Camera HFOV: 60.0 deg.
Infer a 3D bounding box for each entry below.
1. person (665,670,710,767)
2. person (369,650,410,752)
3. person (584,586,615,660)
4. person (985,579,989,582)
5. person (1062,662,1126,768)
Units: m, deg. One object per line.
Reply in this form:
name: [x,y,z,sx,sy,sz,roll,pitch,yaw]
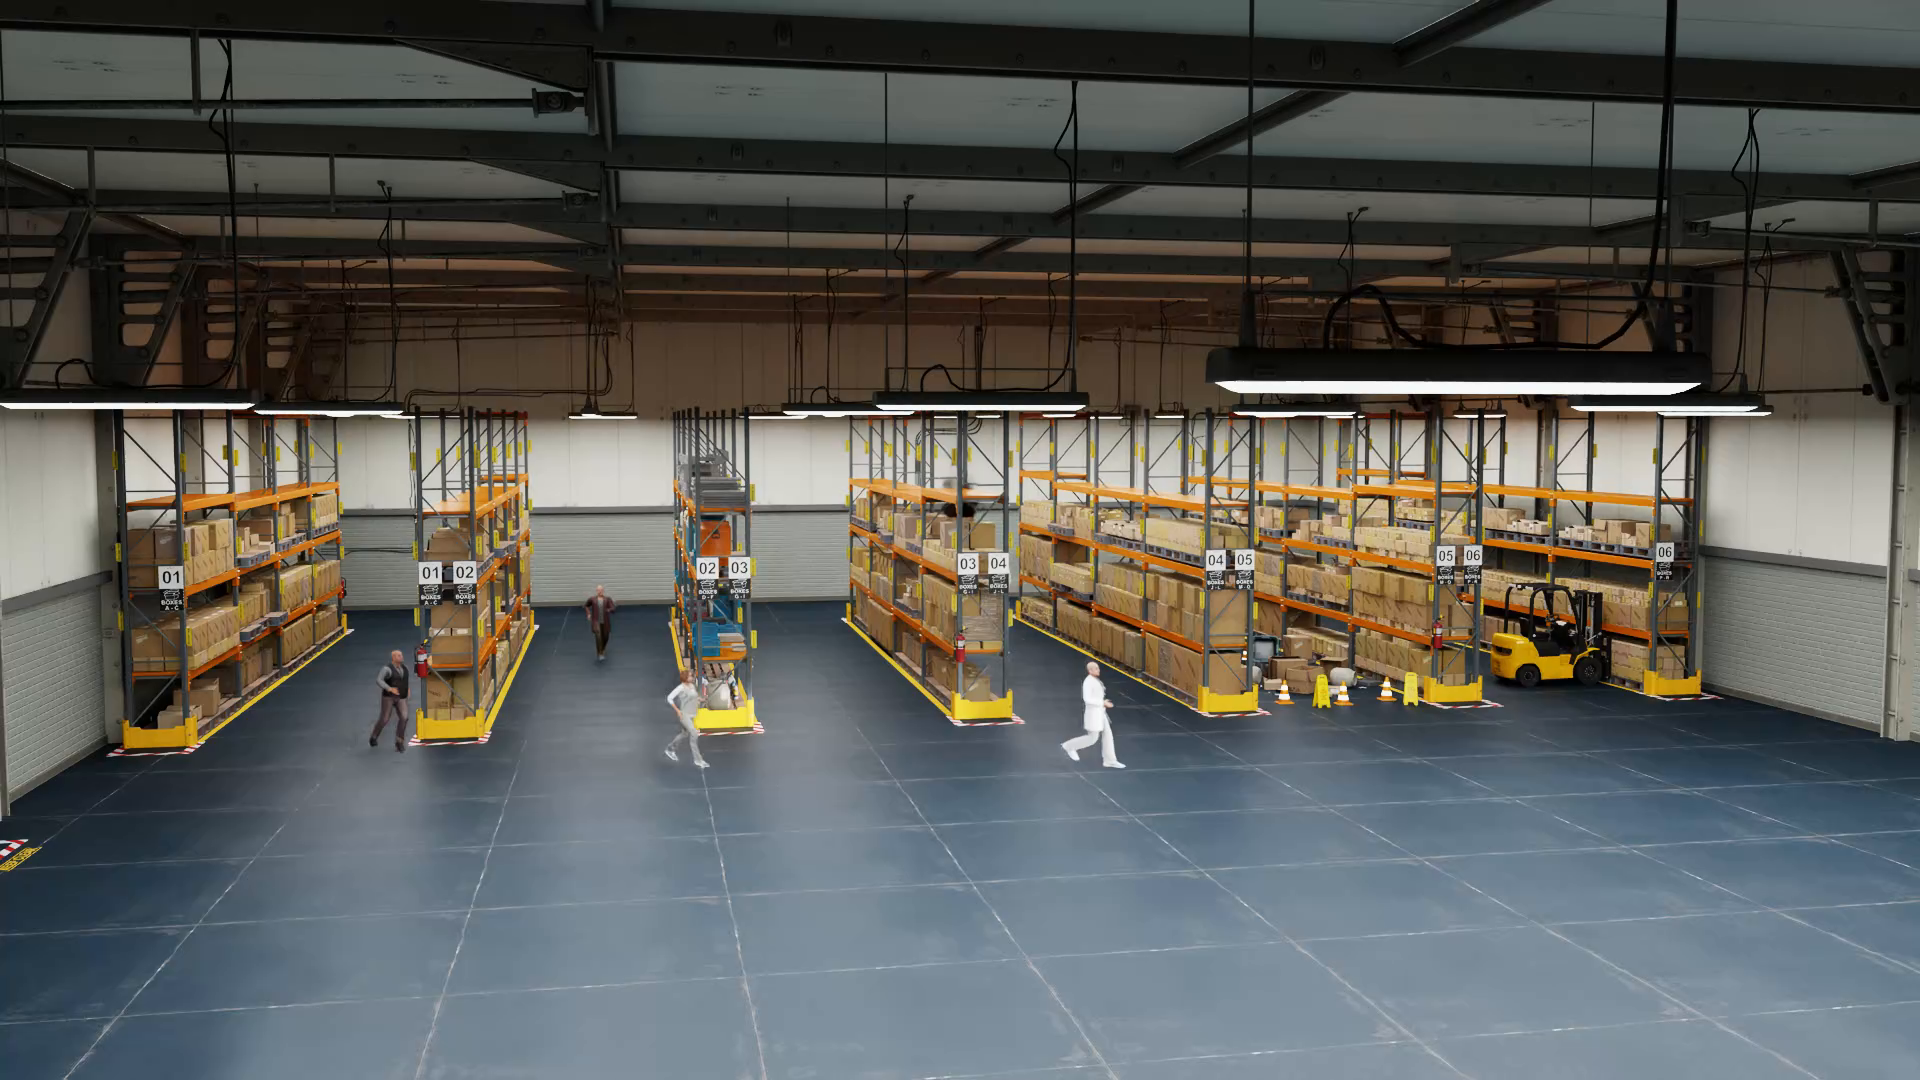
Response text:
person: [-4.530,2.940,27.543,0.871,1.597,0.531,1,4,18]
person: [-9.893,2.807,29.134,0.807,1.743,0.731,3,5,40]
person: [-8.661,1.979,40.049,0.714,1.754,1.033,-2,4,-21]
person: [0.885,1.442,49.088,0.726,1.688,0.702,4,6,45]
person: [2.223,2.888,27.500,1.052,1.757,0.724,2,4,20]
